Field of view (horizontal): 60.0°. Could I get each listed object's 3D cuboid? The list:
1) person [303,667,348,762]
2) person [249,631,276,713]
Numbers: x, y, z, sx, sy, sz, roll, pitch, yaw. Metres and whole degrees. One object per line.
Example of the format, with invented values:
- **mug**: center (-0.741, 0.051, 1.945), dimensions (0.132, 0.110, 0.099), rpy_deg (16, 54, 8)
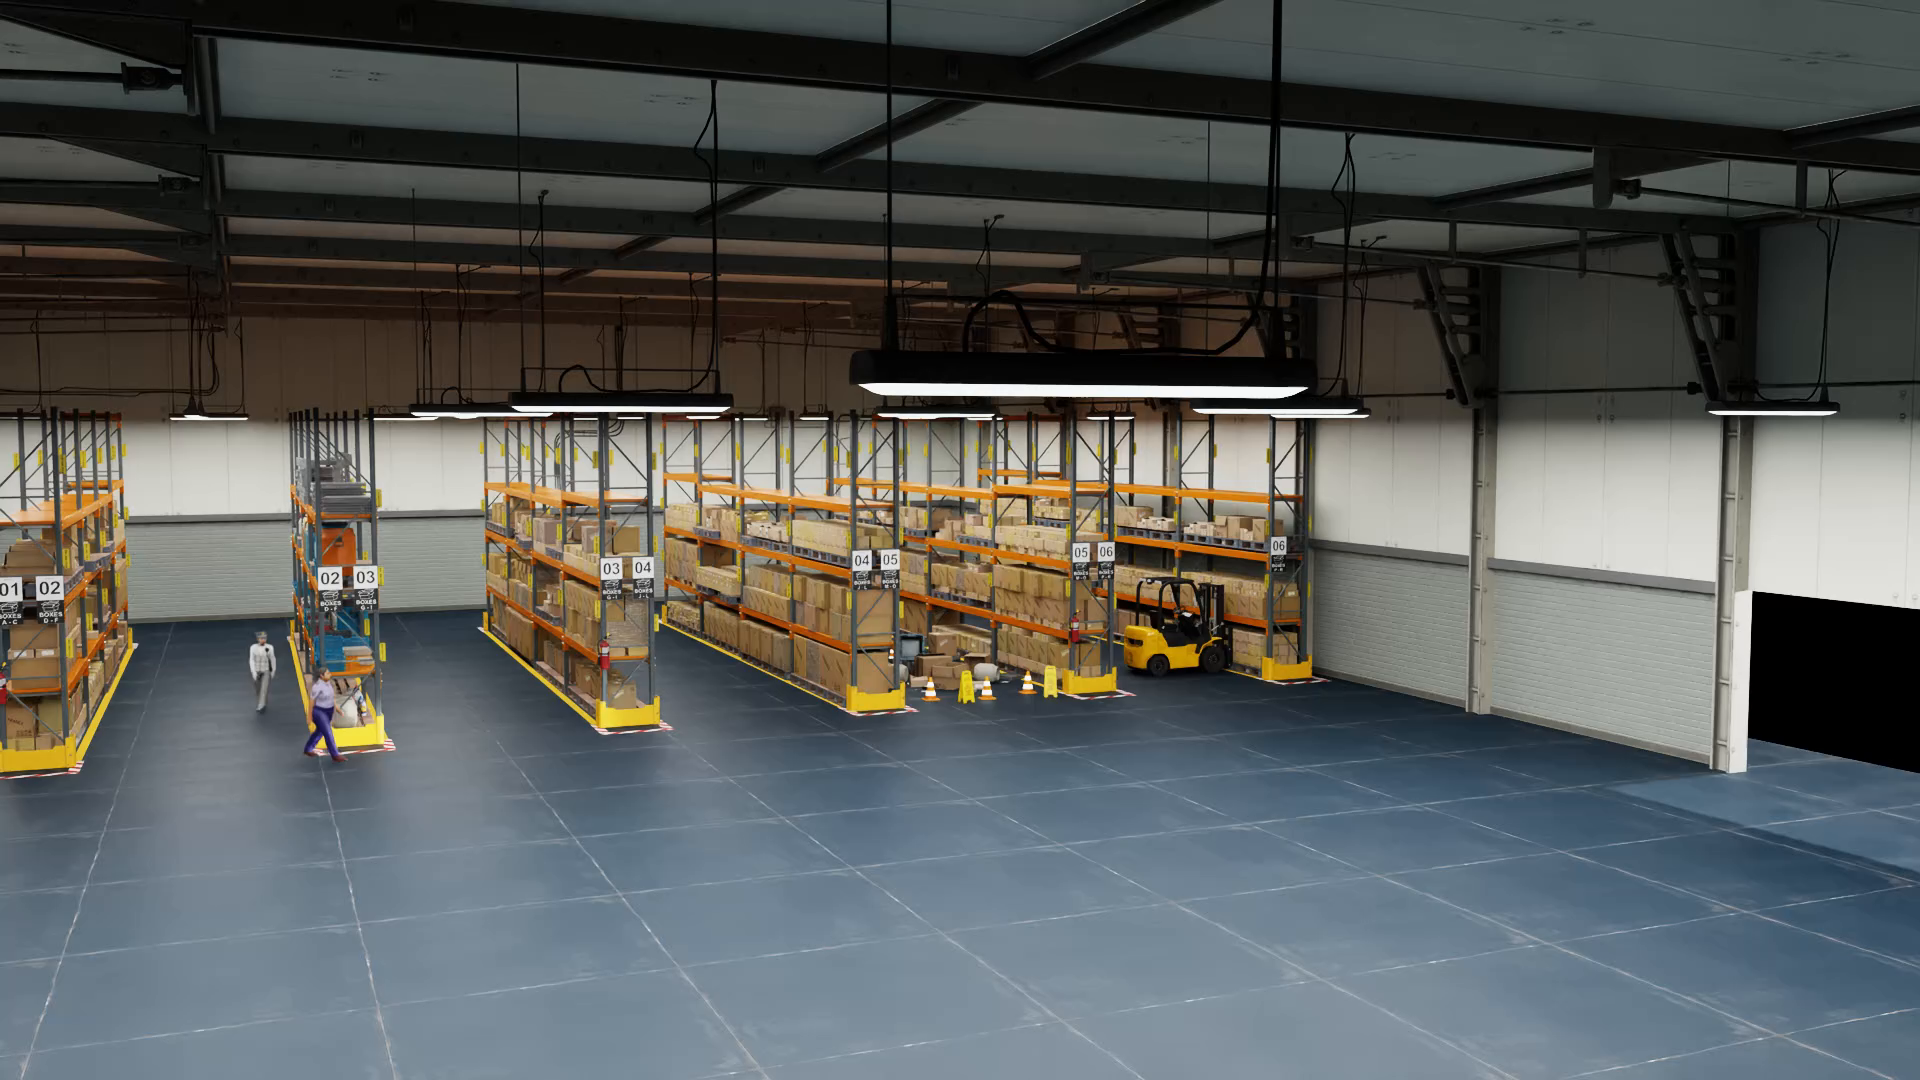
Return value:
- **person**: center (-10.760, 2.936, 28.165), dimensions (1.046, 1.585, 0.577), rpy_deg (1, 4, 20)
- **person**: center (-13.882, 2.602, 33.057), dimensions (0.463, 1.580, 1.112), rpy_deg (-1, 4, -13)
